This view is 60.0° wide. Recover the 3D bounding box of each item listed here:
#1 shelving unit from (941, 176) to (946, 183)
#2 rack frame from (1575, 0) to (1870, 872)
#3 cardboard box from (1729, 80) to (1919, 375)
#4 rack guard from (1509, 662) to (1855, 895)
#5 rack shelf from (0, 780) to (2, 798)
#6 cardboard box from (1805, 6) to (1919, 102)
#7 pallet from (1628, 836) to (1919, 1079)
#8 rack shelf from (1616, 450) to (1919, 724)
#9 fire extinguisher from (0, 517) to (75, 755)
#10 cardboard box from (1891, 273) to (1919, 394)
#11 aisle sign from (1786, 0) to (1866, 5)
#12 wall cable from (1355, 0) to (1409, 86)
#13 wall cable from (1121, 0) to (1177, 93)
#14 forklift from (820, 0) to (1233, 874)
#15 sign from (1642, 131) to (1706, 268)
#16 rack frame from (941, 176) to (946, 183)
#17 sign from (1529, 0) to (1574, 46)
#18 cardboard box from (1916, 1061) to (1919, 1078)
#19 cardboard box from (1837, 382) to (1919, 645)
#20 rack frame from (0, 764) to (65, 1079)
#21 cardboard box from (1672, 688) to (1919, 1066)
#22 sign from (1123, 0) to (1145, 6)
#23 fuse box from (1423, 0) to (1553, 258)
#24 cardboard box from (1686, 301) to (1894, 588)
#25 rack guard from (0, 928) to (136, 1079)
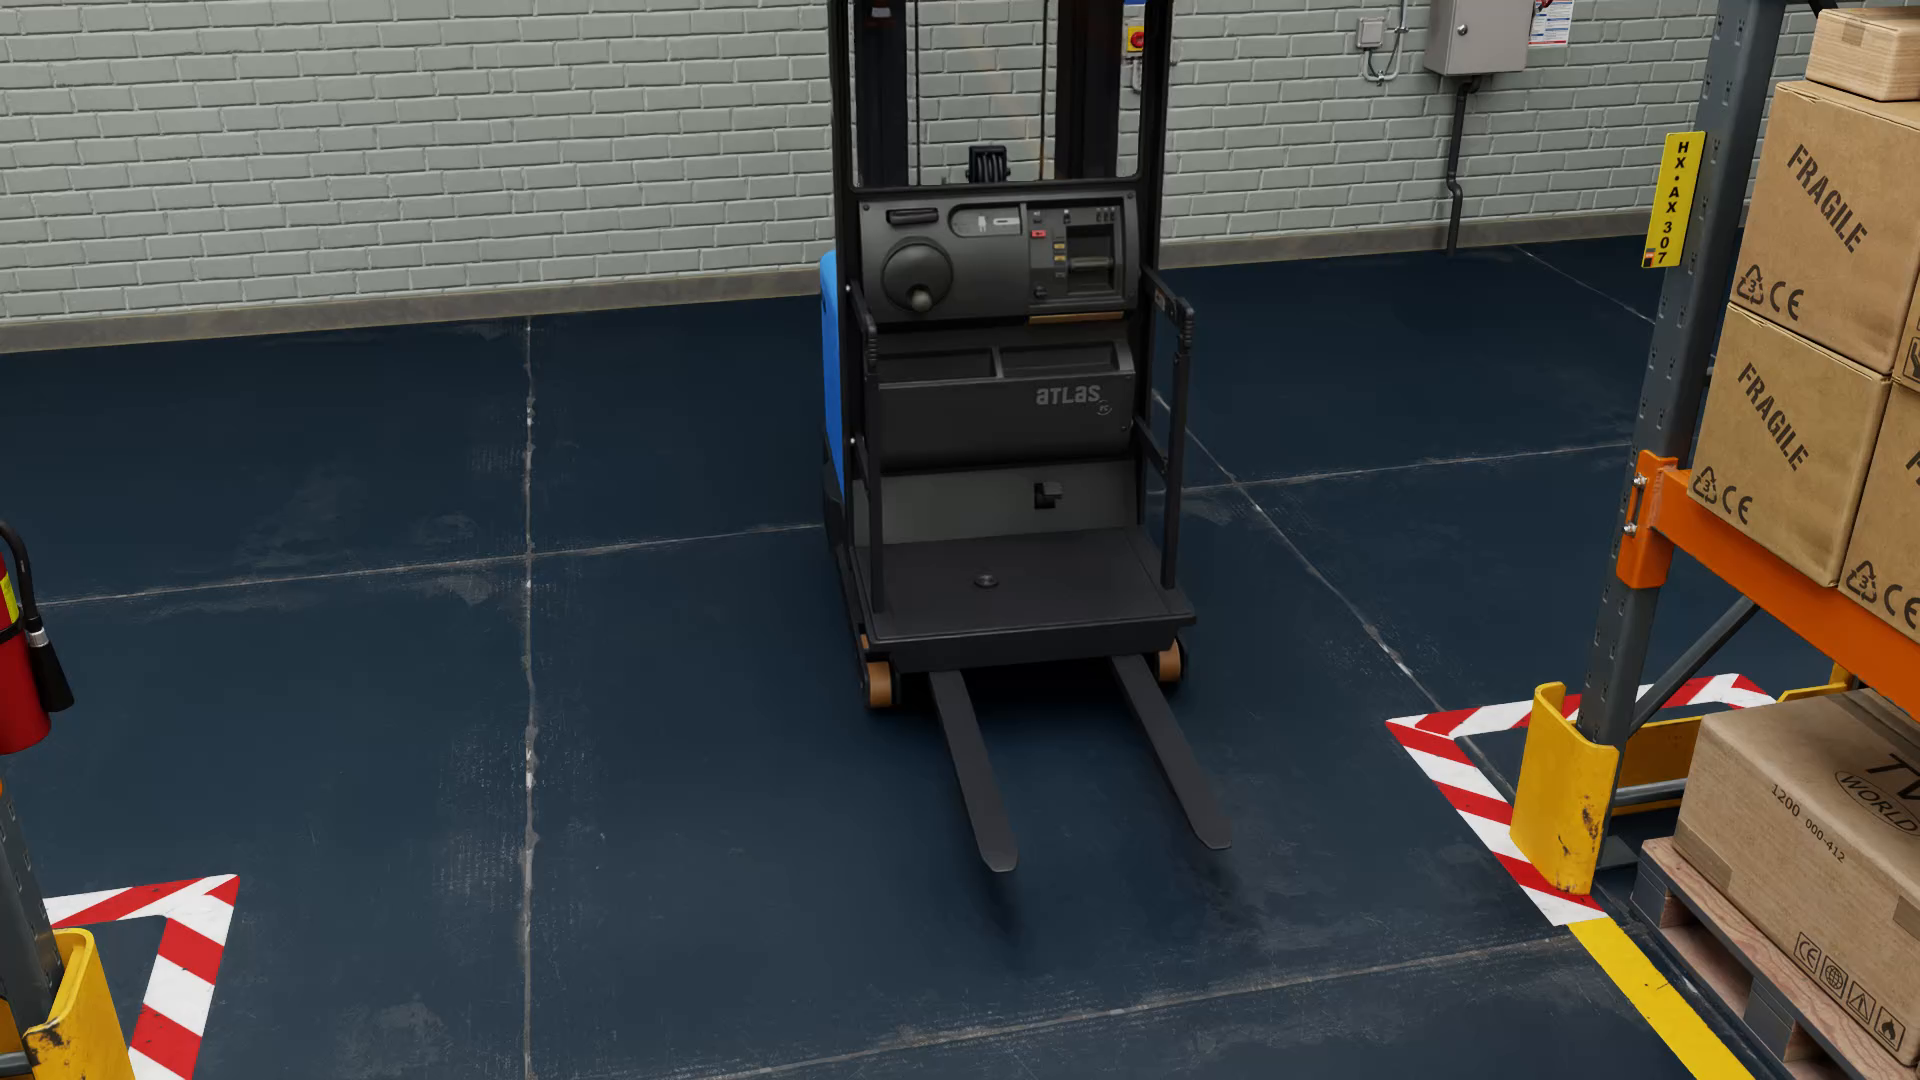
[{"bbox_3d":[-0.140,-0.926,7.252,0.258,1.200,0.503,-4,27,-8],"label":"shelving unit"},{"bbox_3d":[2.250,-0.444,4.301,1.000,3.000,0.127,-6,27,-12],"label":"rack frame"},{"bbox_3d":[2.080,-0.695,3.578,0.500,0.500,0.500,-7,28,-13],"label":"cardboard box"},{"bbox_3d":[2.244,0.661,4.885,1.175,0.500,0.348,-6,27,-12],"label":"rack guard"},{"bbox_3d":[-2.100,1.302,1.640,1.077,0.370,4.000,-6,27,-12],"label":"rack shelf"},{"bbox_3d":[2.060,-1.041,3.542,0.380,0.149,0.250,-5,27,-11],"label":"cardboard box"},{"bbox_3d":[2.506,1.144,4.250,1.003,0.211,1.213,-6,27,-12],"label":"pallet"},{"bbox_3d":[2.700,0.755,2.723,1.077,0.370,4.000,-6,27,-12],"label":"rack shelf"},{"bbox_3d":[-2.158,0.147,3.630,0.296,0.674,0.183,-6,27,-12],"label":"fire extinguisher"},{"bbox_3d":[2.203,-0.469,3.130,0.500,0.500,0.500,-7,28,-13],"label":"cardboard box"},{"bbox_3d":[1.951,-1.607,3.719,0.394,0.787,0.004,-6,27,-12],"label":"aisle sign"},{"bbox_3d":[2.335,-3.520,9.267,0.588,1.984,0.122,-6,27,-12],"label":"wall cable"},{"bbox_3d":[0.956,-3.385,8.965,0.585,1.953,0.123,-6,27,-12],"label":"wall cable"},{"bbox_3d":[0.171,-0.912,5.303,1.130,2.935,3.031,-4,27,-8],"label":"forklift"},{"bbox_3d":[1.707,-0.812,3.982,0.100,0.325,0.005,-6,27,-12],"label":"sign"},{"bbox_3d":[-0.180,-1.034,7.467,0.240,1.200,0.015,-4,27,-8],"label":"rack frame"},{"bbox_3d":[3.470,-3.165,9.797,0.329,0.494,0.001,-6,27,-12],"label":"sign"},{"bbox_3d":[2.710,1.193,3.435,0.875,0.438,0.875,-5,27,-10],"label":"cardboard box"},{"bbox_3d":[2.219,-0.030,3.369,0.500,0.500,0.500,-6,27,-12],"label":"cardboard box"},{"bbox_3d":[-2.554,0.103,3.216,0.949,2.616,0.053,-6,27,-12],"label":"rack frame"},{"bbox_3d":[2.496,0.792,4.230,0.875,0.438,0.875,-7,28,-13],"label":"cardboard box"},{"bbox_3d":[0.895,-3.060,9.183,0.327,0.218,0.001,-6,27,-12],"label":"sign"},{"bbox_3d":[3.036,-2.491,9.787,0.539,1.711,0.414,-6,27,-12],"label":"fuse box"},{"bbox_3d":[2.078,-0.249,3.803,0.500,0.500,0.500,-6,27,-12],"label":"cardboard box"},{"bbox_3d":[-2.533,1.252,3.714,1.175,0.500,0.348,-6,27,-12],"label":"rack guard"}]
